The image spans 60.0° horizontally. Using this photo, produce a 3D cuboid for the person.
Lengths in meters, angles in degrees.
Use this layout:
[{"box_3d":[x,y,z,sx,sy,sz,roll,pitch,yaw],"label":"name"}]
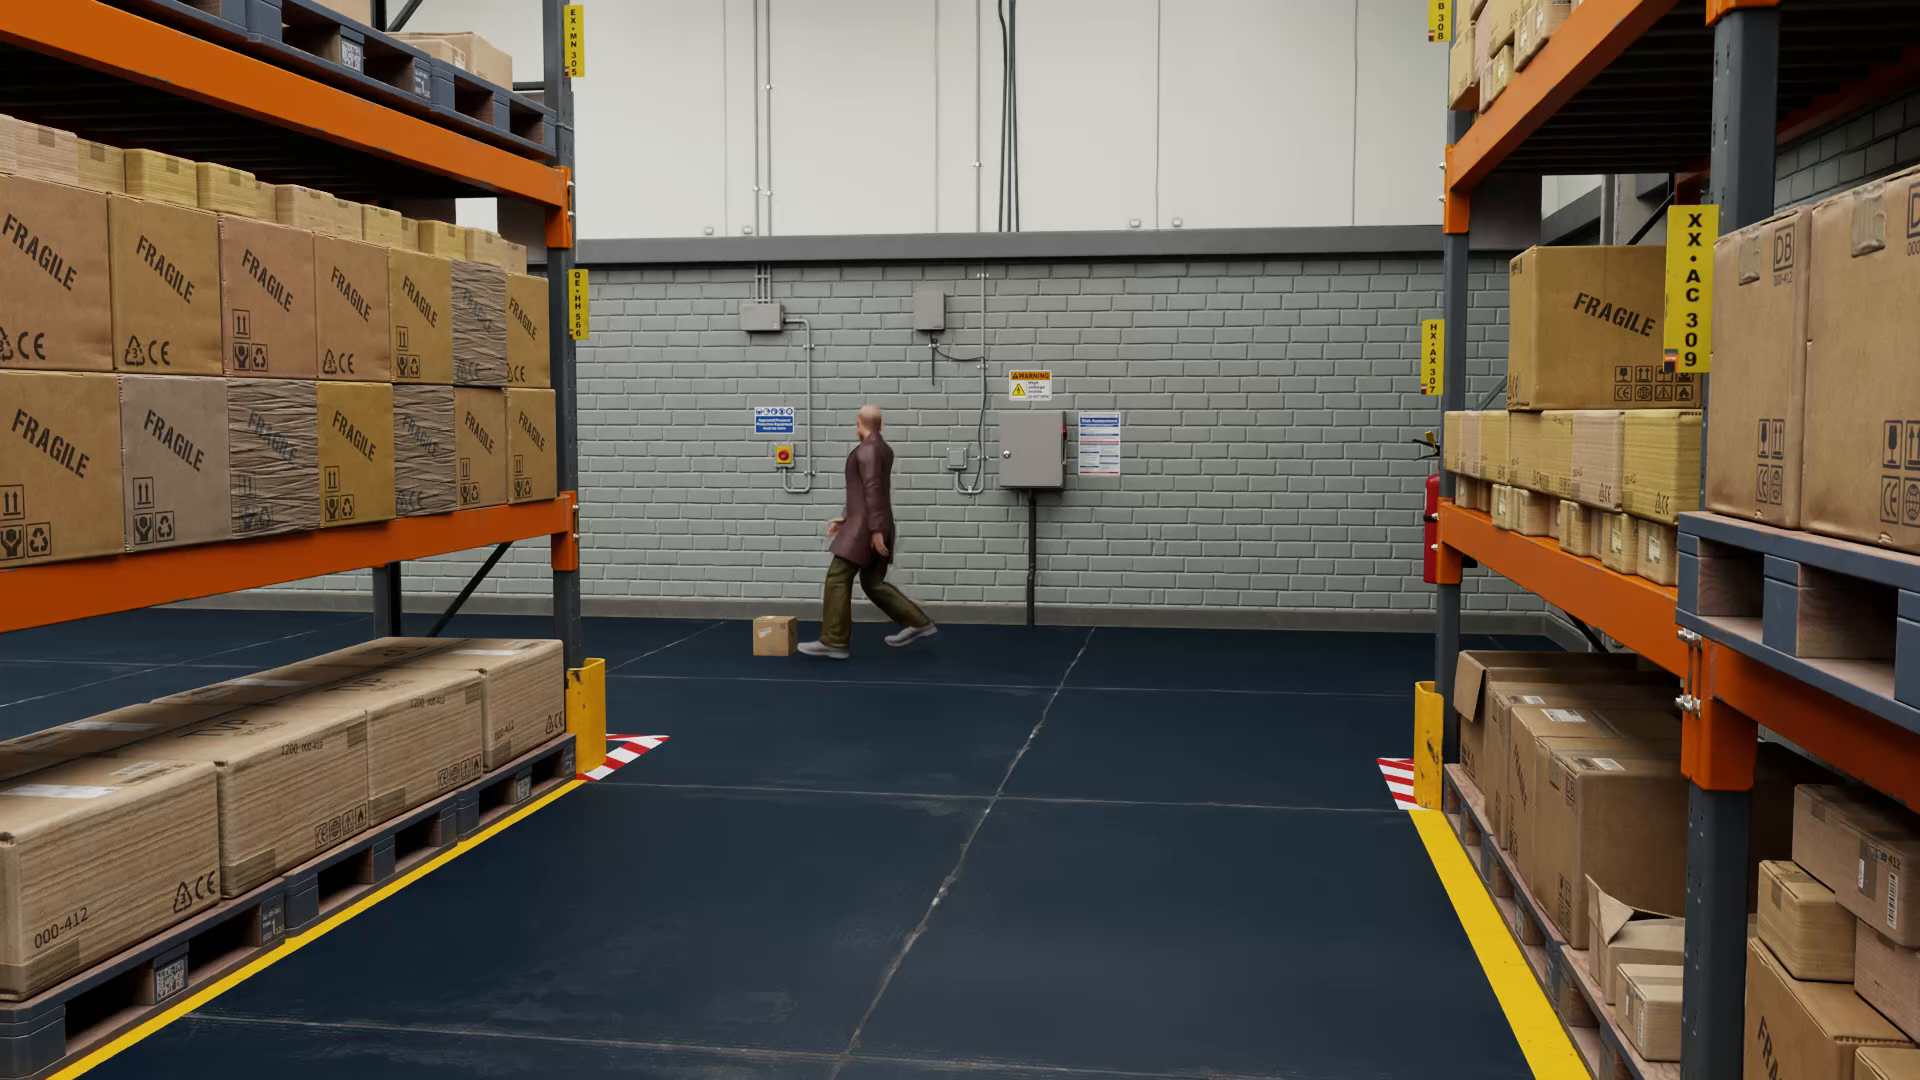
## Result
[{"box_3d":[-0.629,-0.070,11.482,0.893,1.725,0.596,1,4,14],"label":"person"}]
